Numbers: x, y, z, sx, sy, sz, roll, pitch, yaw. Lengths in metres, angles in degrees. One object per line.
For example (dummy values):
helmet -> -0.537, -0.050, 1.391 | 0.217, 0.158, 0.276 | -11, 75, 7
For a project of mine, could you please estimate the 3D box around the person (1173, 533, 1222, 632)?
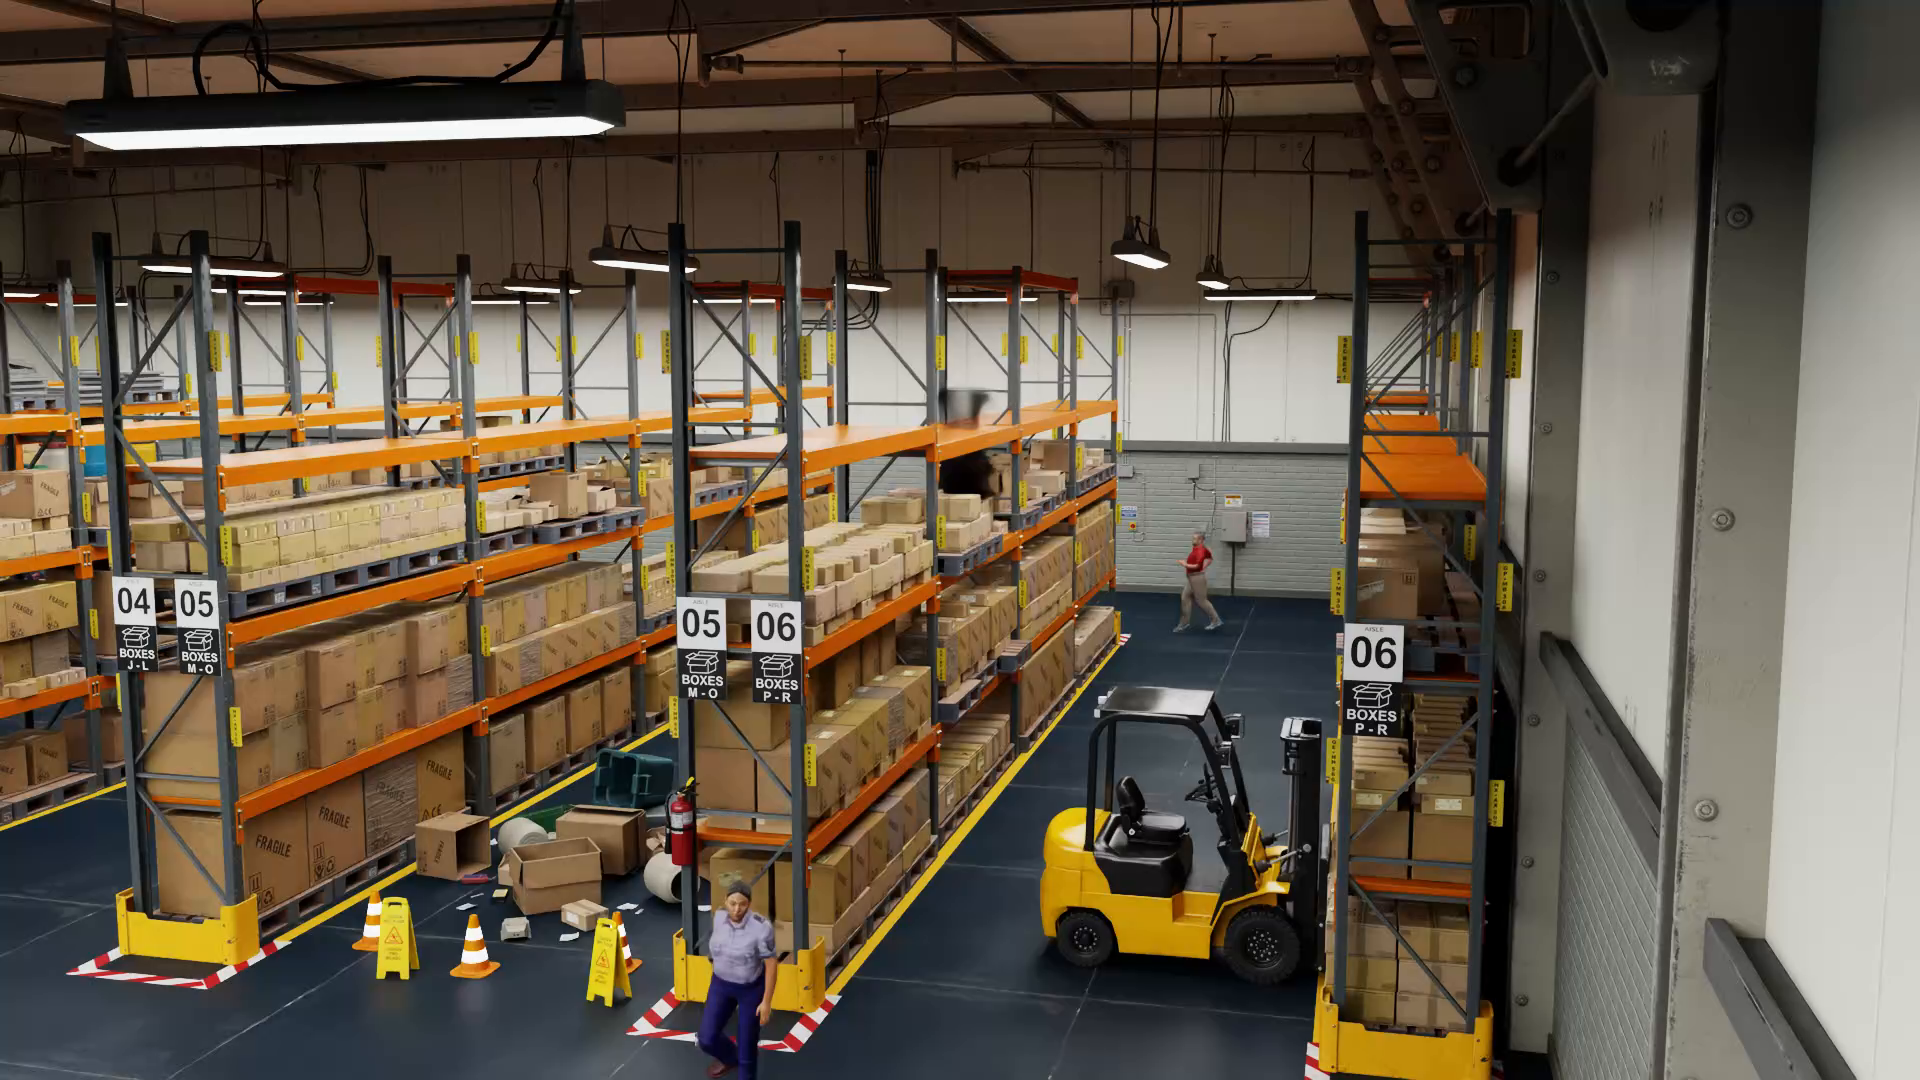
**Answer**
person -> 4.174, 0.757, 29.129 | 0.856, 1.782, 0.660 | 1, 7, 6

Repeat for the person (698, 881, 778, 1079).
person -> -1.489, 3.023, 11.207 | 0.651, 1.608, 0.534 | 2, 7, 17

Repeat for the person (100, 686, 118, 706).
person -> -11.380, 1.624, 22.160 | 0.561, 1.740, 0.846 | 2, 7, 14
